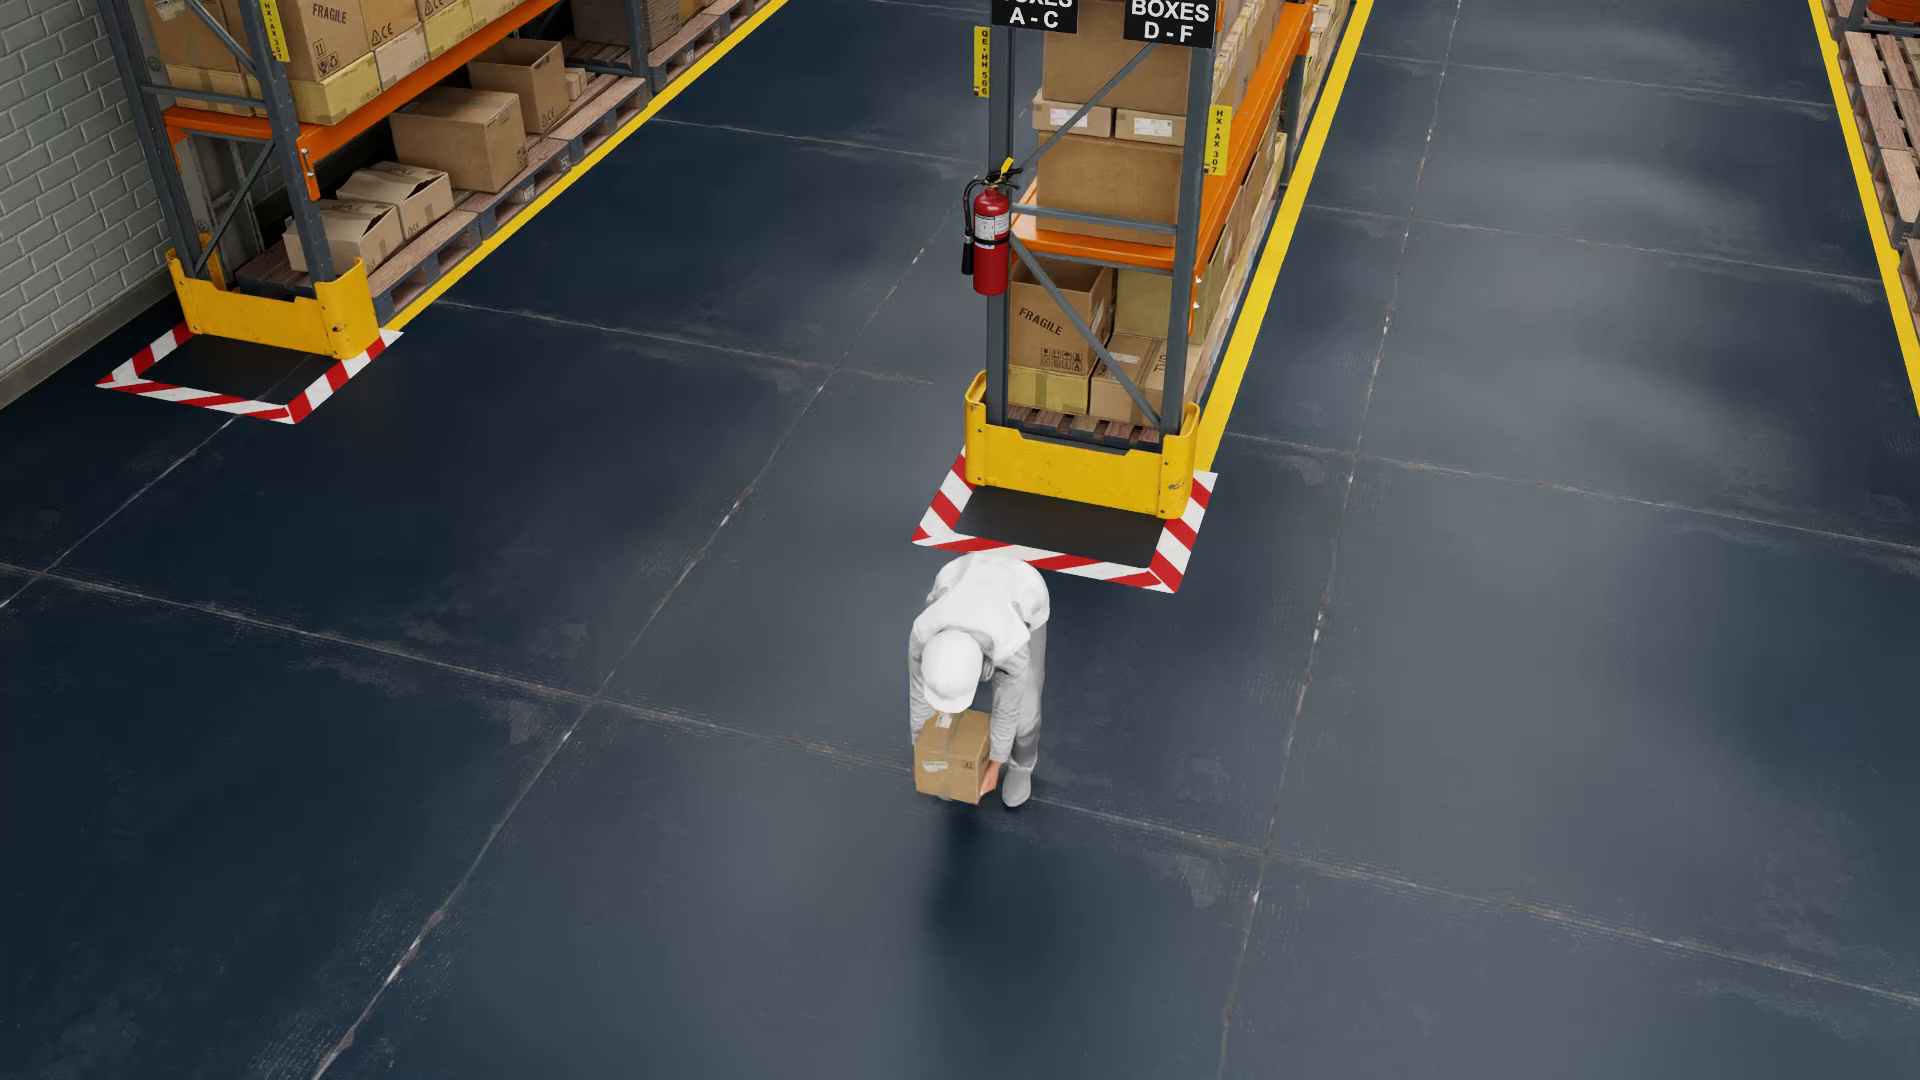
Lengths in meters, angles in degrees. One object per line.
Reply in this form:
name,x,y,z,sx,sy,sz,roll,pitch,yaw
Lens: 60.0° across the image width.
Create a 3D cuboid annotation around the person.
person,0.063,0.627,6.487,0.473,1.228,0.975,9,38,12
